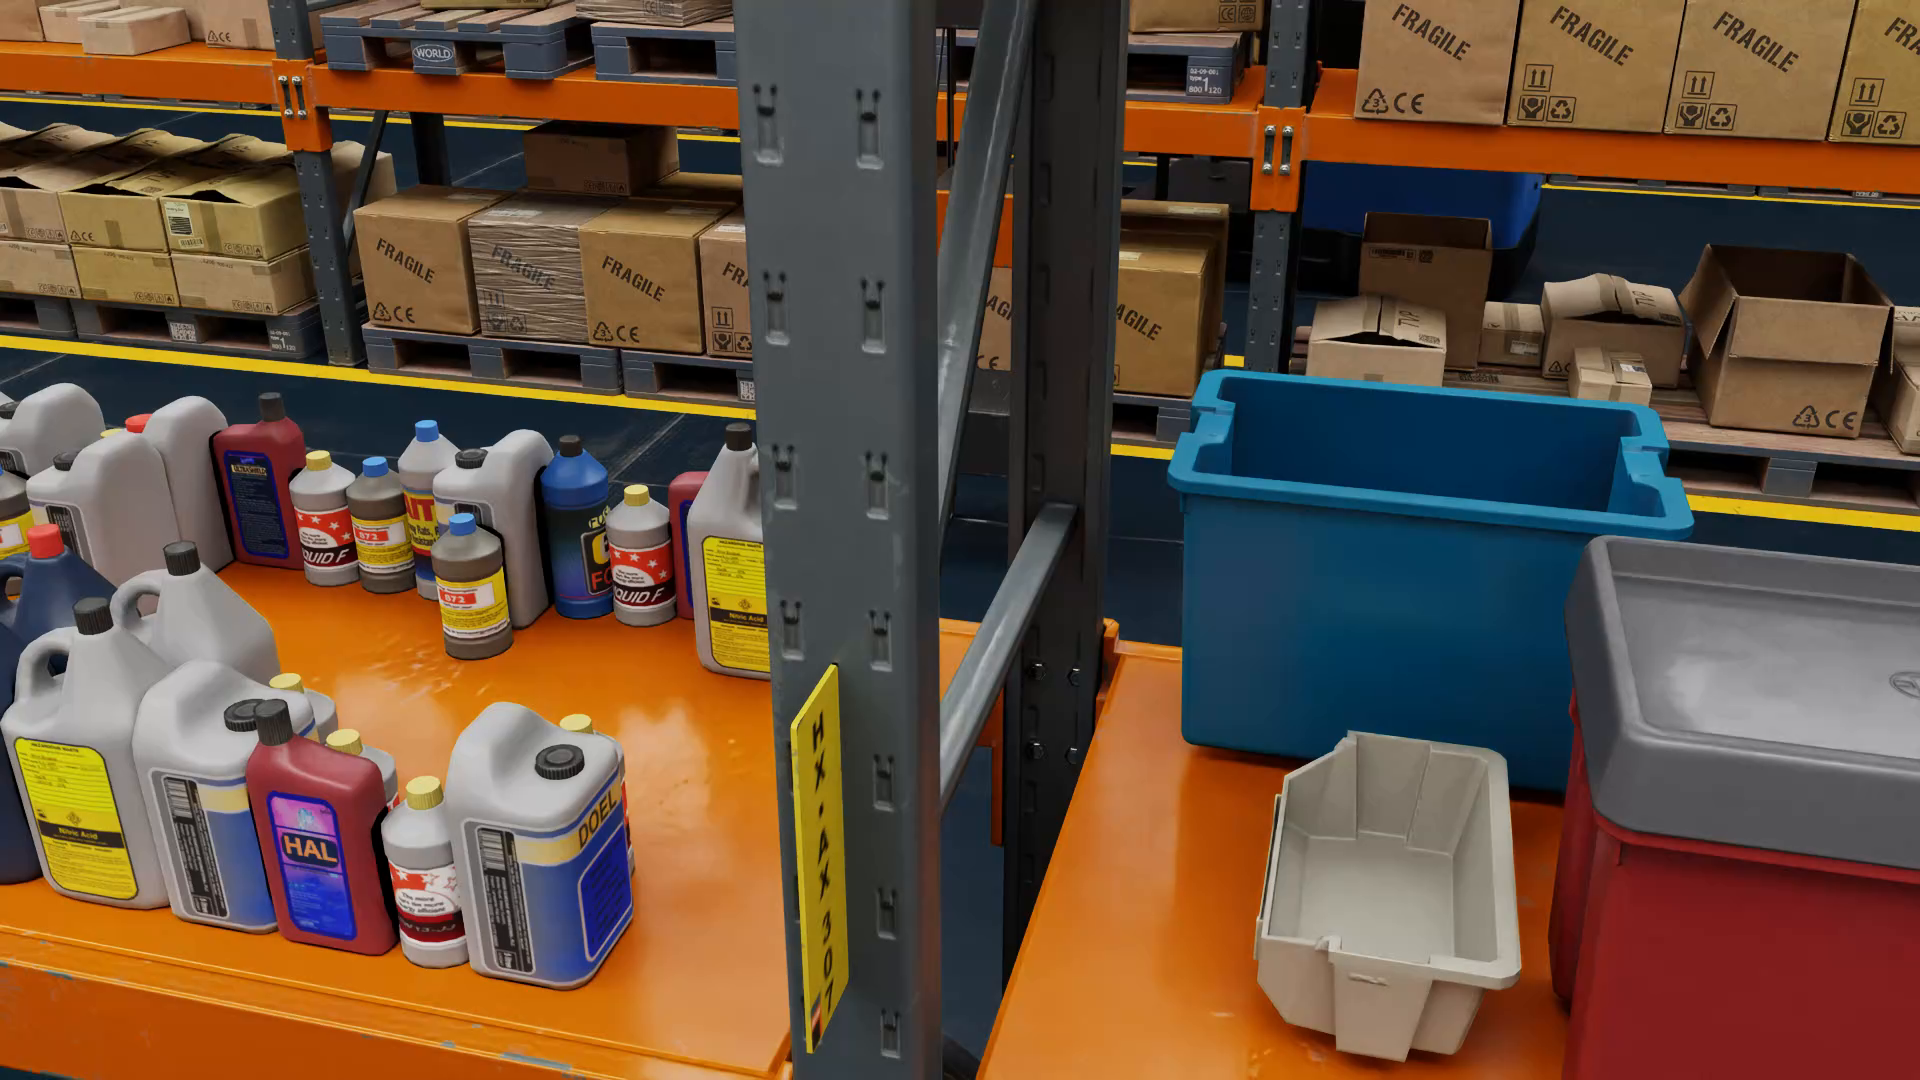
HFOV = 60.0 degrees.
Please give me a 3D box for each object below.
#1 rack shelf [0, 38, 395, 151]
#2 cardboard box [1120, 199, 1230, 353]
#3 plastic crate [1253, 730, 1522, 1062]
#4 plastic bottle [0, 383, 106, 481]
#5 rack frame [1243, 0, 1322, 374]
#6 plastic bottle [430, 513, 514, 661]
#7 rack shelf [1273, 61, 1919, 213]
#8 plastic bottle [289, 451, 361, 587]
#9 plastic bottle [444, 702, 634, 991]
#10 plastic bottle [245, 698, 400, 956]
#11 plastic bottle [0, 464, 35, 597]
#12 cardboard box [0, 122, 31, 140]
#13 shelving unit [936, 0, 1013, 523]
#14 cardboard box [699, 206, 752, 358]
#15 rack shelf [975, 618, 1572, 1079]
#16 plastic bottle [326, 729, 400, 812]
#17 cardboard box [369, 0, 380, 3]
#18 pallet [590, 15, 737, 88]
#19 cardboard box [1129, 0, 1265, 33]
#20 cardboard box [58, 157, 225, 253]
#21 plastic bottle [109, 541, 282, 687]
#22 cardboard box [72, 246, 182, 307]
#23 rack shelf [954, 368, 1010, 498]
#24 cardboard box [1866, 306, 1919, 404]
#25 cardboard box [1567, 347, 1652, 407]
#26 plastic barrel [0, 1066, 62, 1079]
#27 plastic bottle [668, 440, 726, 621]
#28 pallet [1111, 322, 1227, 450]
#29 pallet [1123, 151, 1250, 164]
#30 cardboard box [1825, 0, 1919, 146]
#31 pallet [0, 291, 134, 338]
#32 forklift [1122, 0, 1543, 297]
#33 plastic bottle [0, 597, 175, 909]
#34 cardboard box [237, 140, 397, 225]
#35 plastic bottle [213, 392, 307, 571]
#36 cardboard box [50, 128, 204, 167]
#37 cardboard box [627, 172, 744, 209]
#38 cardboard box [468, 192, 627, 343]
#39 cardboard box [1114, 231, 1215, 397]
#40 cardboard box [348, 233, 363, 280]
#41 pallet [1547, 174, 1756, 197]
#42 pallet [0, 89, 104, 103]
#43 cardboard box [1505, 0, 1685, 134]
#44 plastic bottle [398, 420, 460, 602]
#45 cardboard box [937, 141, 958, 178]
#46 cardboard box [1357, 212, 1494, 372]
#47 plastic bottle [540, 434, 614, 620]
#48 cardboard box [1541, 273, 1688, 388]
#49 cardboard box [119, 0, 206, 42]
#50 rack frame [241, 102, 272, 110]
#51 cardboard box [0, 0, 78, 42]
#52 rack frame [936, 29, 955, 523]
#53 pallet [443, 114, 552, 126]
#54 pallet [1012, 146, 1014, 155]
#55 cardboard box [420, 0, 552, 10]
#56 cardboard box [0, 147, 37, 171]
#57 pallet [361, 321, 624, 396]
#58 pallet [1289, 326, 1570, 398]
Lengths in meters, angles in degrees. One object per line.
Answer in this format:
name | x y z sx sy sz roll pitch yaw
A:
rack shelf | -4.549 -2.216 7.751 4.000 0.370 1.077 6 26 13
cardboard box | 0.854 -1.121 7.012 0.500 0.500 0.500 5 26 11
plastic crate | 0.440 0.365 1.731 0.243 0.136 0.396 6 26 13
plastic bottle | -1.450 -0.112 2.641 0.135 0.276 0.152 6 26 13
rack frame | 1.262 -1.898 6.247 0.127 3.000 1.000 6 26 13
plastic bottle | -0.696 0.060 2.366 0.097 0.201 0.097 0 25 0
rack shelf | 3.199 -1.359 5.952 4.000 0.370 1.077 6 26 13
plastic bottle | -0.977 -0.039 2.573 0.097 0.201 0.097 0 25 0
plastic bottle | -0.438 0.312 1.749 0.135 0.276 0.152 6 26 13
plastic bottle | -0.673 0.303 1.760 0.133 0.283 0.061 6 26 13
plastic bottle | -1.463 -0.025 2.544 0.097 0.201 0.097 0 25 0
cardboard box | -5.034 -1.924 8.360 0.500 0.311 0.500 6 26 13
shelving unit | 0.160 -0.930 5.261 0.503 2.100 0.431 6 26 13
cardboard box | -0.743 -1.065 6.894 0.500 0.500 0.500 5 26 11
rack shelf | 1.962 0.703 1.622 4.000 0.370 1.077 6 26 13
plastic bottle | -0.671 0.305 1.851 0.097 0.201 0.097 0 25 0
cardboard box | -4.112 -4.108 12.413 0.500 0.250 0.500 6 26 12
pallet | -0.727 -2.033 6.755 1.213 0.211 1.003 6 26 13
cardboard box | 0.859 -2.277 6.438 0.500 0.500 0.700 -2 26 -5
cardboard box | -3.686 -1.534 7.541 0.500 0.311 0.500 6 26 12
plastic bottle | -0.911 0.164 1.974 0.185 0.351 0.144 6 26 13
cardboard box | -3.682 -1.283 7.665 0.500 0.250 0.500 6 26 12
rack shelf | 0.160 -0.286 5.568 0.480 0.518 0.431 6 26 13
cardboard box | 3.711 -0.710 6.439 0.500 0.250 0.500 6 26 13
cardboard box | 2.455 -0.594 6.292 0.250 0.166 0.380 6 26 13
plastic barrel | -1.184 0.780 2.574 0.708 0.901 0.600 6 26 13
plastic bottle | -0.353 -0.015 2.427 0.133 0.283 0.061 6 26 13
pallet | 0.465 -0.710 6.997 1.213 0.211 1.003 6 26 13
pallet | 1.726 -2.753 11.287 1.213 0.211 1.003 6 26 13
cardboard box | 3.161 -1.613 5.533 0.500 0.500 0.500 6 26 12
pallet | -4.577 -1.303 8.241 1.213 0.211 1.003 6 26 13
forklift | 1.483 -2.892 8.415 3.031 2.935 1.130 11 28 22
plastic bottle | -0.947 0.224 1.848 0.185 0.351 0.144 6 26 13
cardboard box | -3.046 -1.706 7.902 0.500 0.311 0.500 7 26 15
plastic bottle | -1.084 -0.096 2.597 0.133 0.283 0.061 6 26 13
cardboard box | -4.050 -1.814 8.129 0.500 0.311 0.500 6 26 12
cardboard box | -1.147 -1.338 7.468 0.500 0.500 0.500 5 26 11
cardboard box | -1.734 -1.175 7.124 0.500 0.500 0.500 5 26 11
cardboard box | 0.713 -0.902 6.550 0.500 0.500 0.500 6 26 13
cardboard box | -3.046 -1.453 8.022 0.500 0.250 0.500 6 26 13
pallet | 4.394 -2.458 10.667 1.213 0.211 1.003 6 26 13
pallet | -7.100 -3.745 13.371 1.213 0.211 1.003 6 26 13
cardboard box | 2.184 -1.722 5.760 0.500 0.500 0.500 7 26 14
plastic bottle | -0.789 -0.049 2.514 0.097 0.271 0.097 0 25 0
cardboard box | -0.114 -1.567 7.075 0.500 0.250 0.500 6 26 13
cardboard box | 1.884 -1.025 6.810 0.500 0.500 0.500 6 26 13
plastic bottle | -0.564 -0.025 2.462 0.097 0.271 0.097 0 25 0
cardboard box | 2.611 -0.859 6.682 0.500 0.311 0.500 6 26 13
cardboard box | -3.430 -2.462 7.536 0.500 0.311 0.500 6 26 12
rack frame | -5.256 -4.817 12.379 0.127 3.000 1.000 6 26 13
cardboard box | -4.241 -2.544 7.488 0.500 0.500 0.500 5 26 10
rack frame | -0.076 -0.956 5.316 0.015 2.100 0.400 6 26 13
pallet | -3.316 -3.346 12.532 1.213 0.211 1.003 6 26 13
pallet | 0.541 -2.883 11.559 1.213 0.211 1.003 6 26 13
cardboard box | -1.974 -2.541 6.992 0.500 0.500 0.700 -2 26 -5
cardboard box | -4.659 -1.644 7.771 0.500 0.311 0.500 7 26 14
pallet | -1.898 -0.972 7.545 1.213 0.211 1.003 6 26 13
pallet | 1.927 -0.565 6.691 1.213 0.211 1.003 6 26 13
